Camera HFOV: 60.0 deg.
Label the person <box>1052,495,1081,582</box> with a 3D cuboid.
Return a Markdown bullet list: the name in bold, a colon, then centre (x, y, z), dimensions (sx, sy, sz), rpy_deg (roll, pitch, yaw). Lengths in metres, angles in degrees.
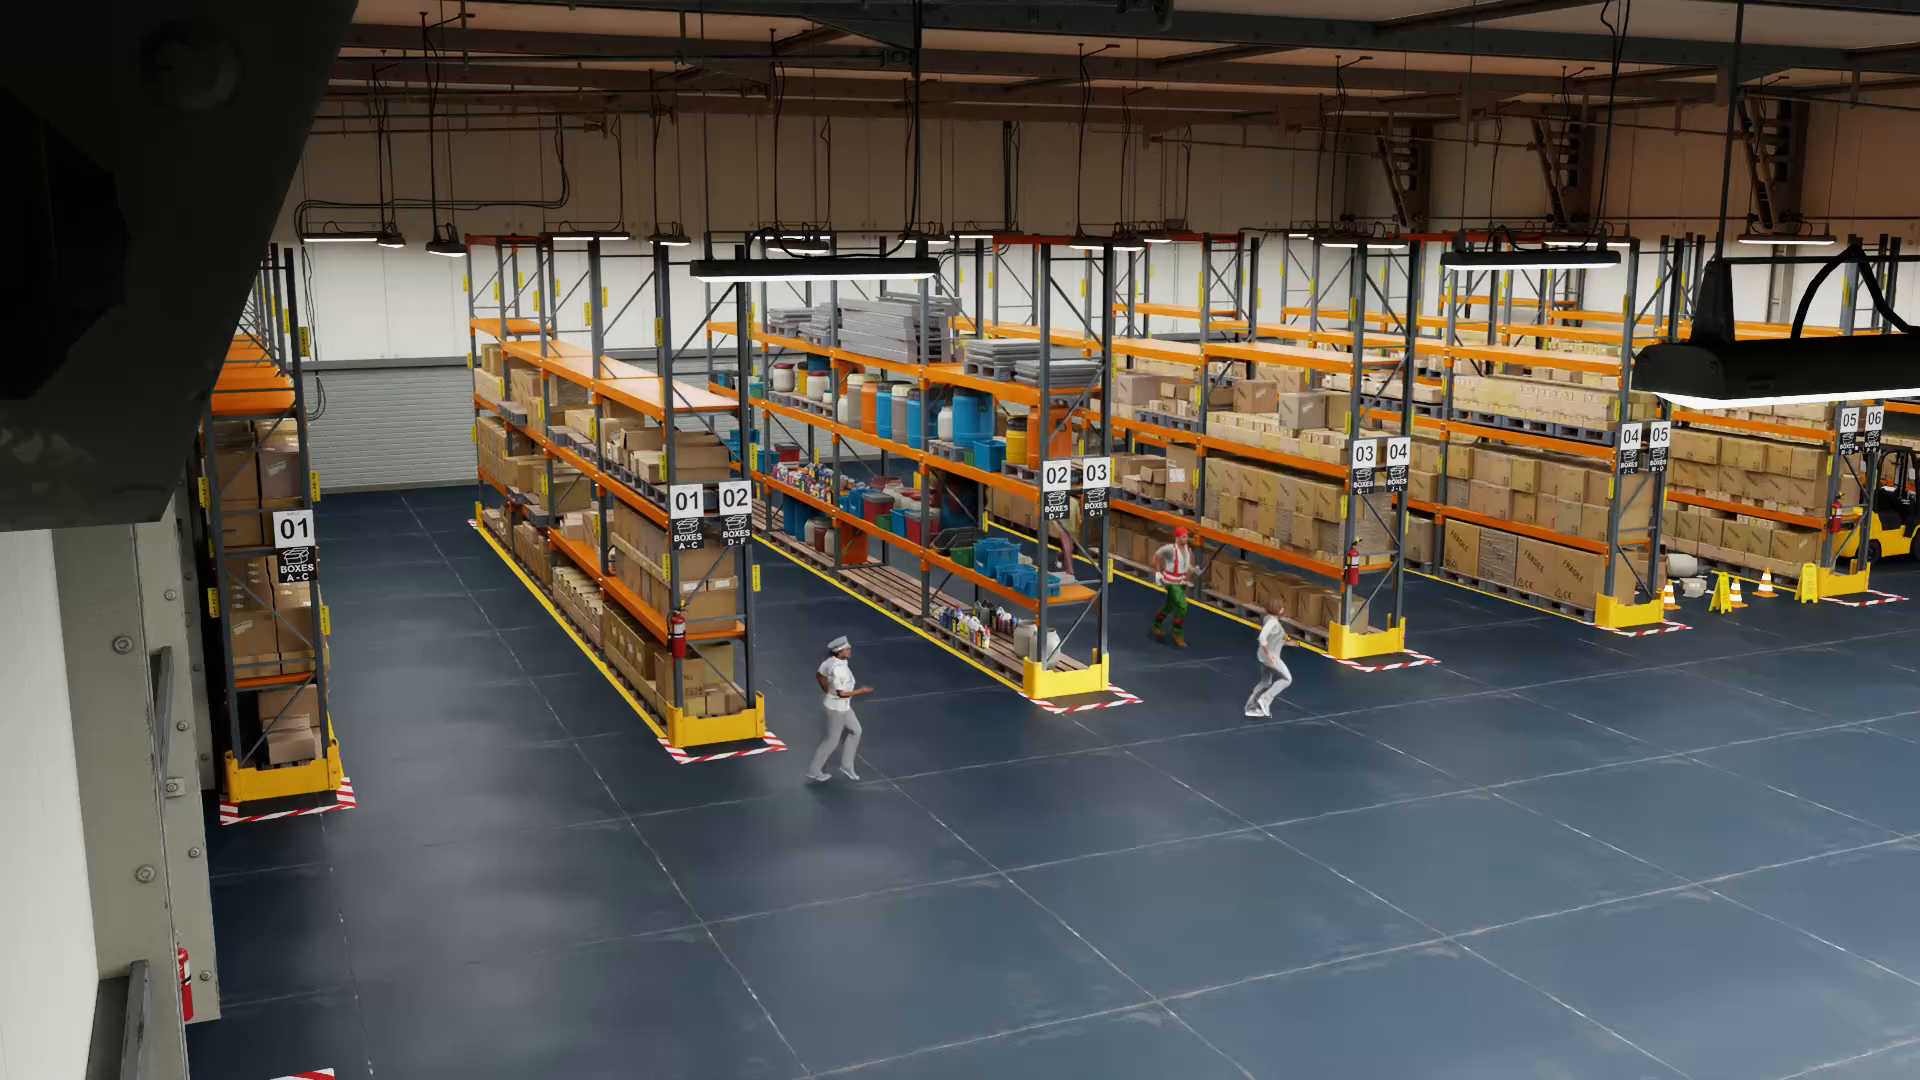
- **person**: centre (1.883, -0.147, 29.528), dimensions (0.578, 1.675, 0.930), rpy_deg (-4, 12, -22)

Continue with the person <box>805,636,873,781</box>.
- **person**: centre (-1.370, 1.938, 18.803), dimensions (0.778, 1.750, 0.527), rpy_deg (-1, 11, -4)

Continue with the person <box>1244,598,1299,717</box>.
- **person**: centre (3.987, 1.505, 21.191), dimensions (0.690, 1.554, 0.508), rpy_deg (-1, 11, -4)

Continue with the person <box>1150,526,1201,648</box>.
- **person**: centre (3.221, 0.677, 25.031), dimensions (0.900, 1.818, 0.586), rpy_deg (10, 15, 41)
